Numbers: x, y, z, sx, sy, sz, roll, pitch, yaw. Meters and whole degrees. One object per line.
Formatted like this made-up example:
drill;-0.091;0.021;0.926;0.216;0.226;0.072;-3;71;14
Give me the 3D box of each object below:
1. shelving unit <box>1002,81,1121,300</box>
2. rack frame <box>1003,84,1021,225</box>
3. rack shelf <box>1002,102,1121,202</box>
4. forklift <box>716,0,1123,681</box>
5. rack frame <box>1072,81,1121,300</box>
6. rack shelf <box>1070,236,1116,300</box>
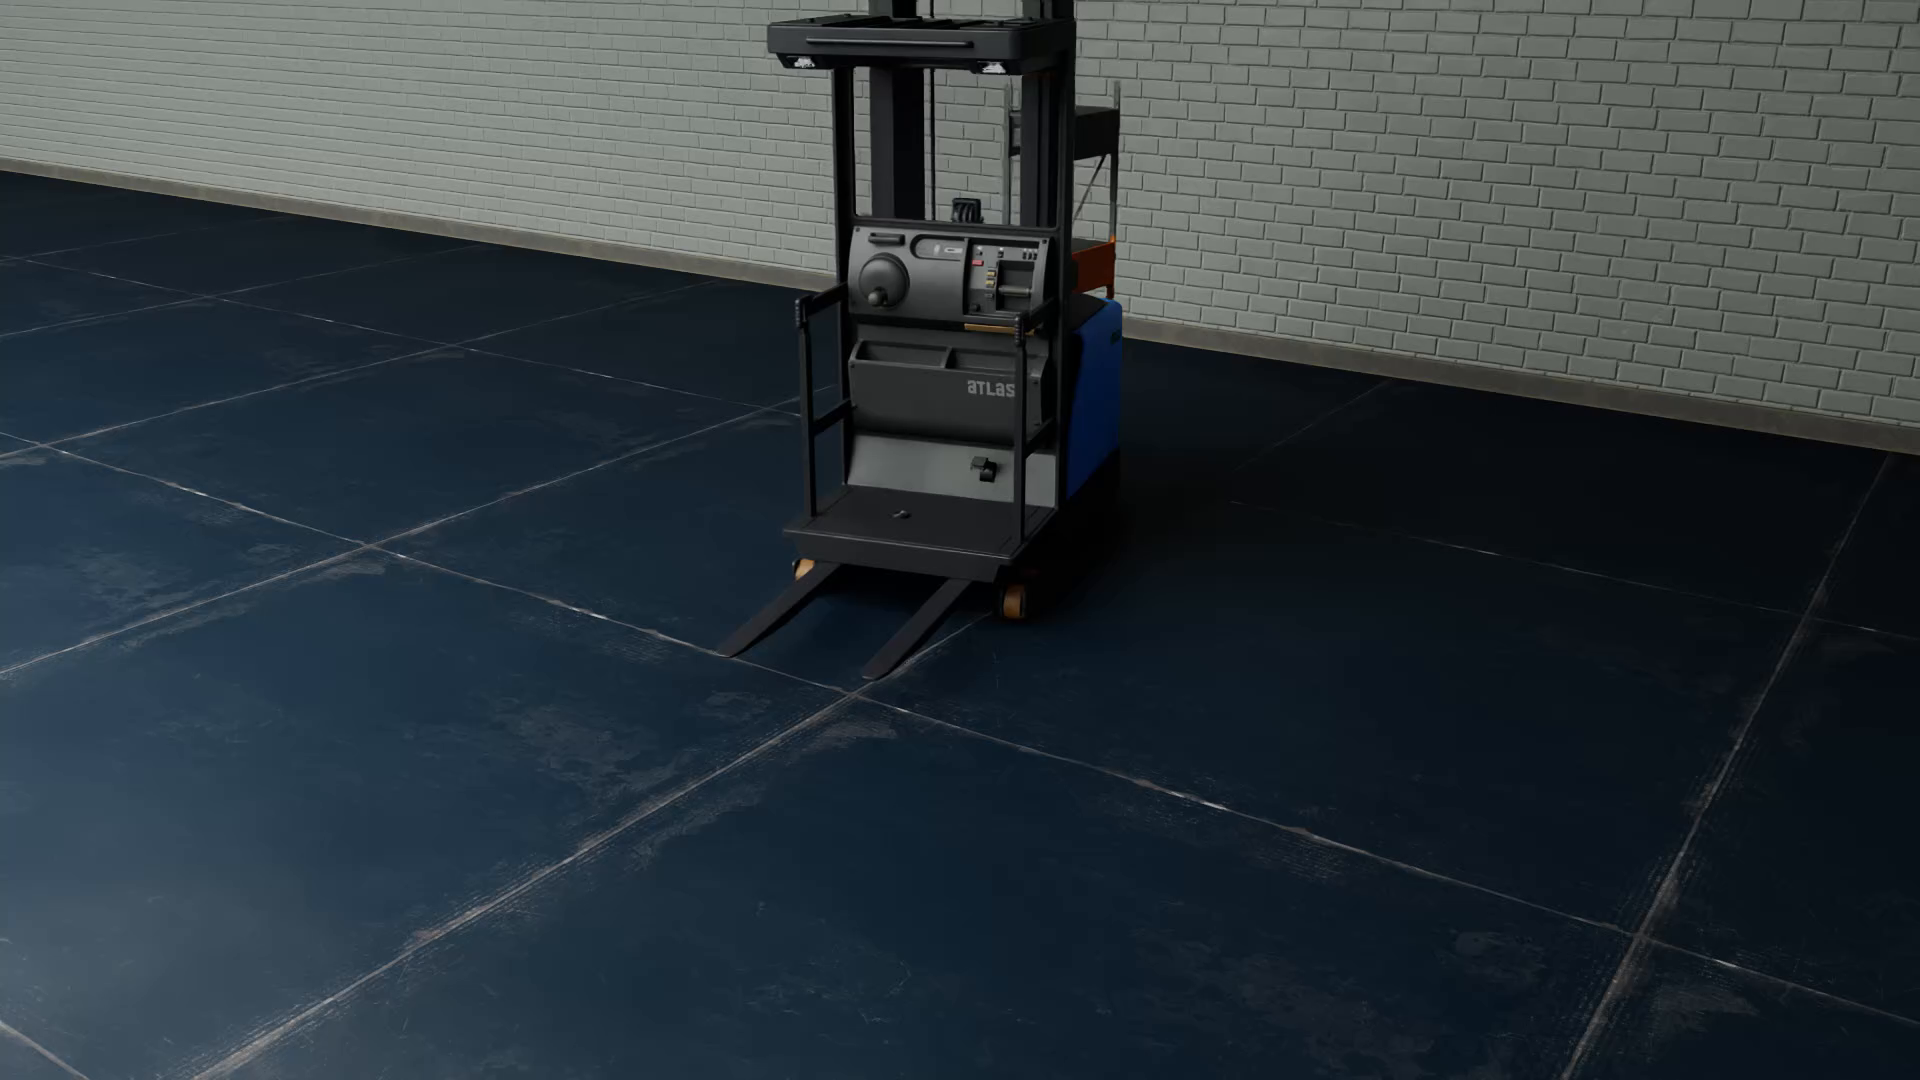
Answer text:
shelving unit;0.533;-1.384;8.977;0.431;2.100;0.503;14;24;33
rack frame;0.392;-1.316;8.790;0.400;2.100;0.015;14;24;33
rack shelf;0.534;-2.028;8.741;0.431;0.518;0.480;14;24;33
forklift;-0.124;-1.178;7.226;1.130;2.935;3.031;7;21;18
rack frame;0.673;-1.452;9.164;0.400;2.100;0.015;14;24;33
rack shelf;0.533;-1.371;8.982;0.431;0.518;0.480;14;24;33
